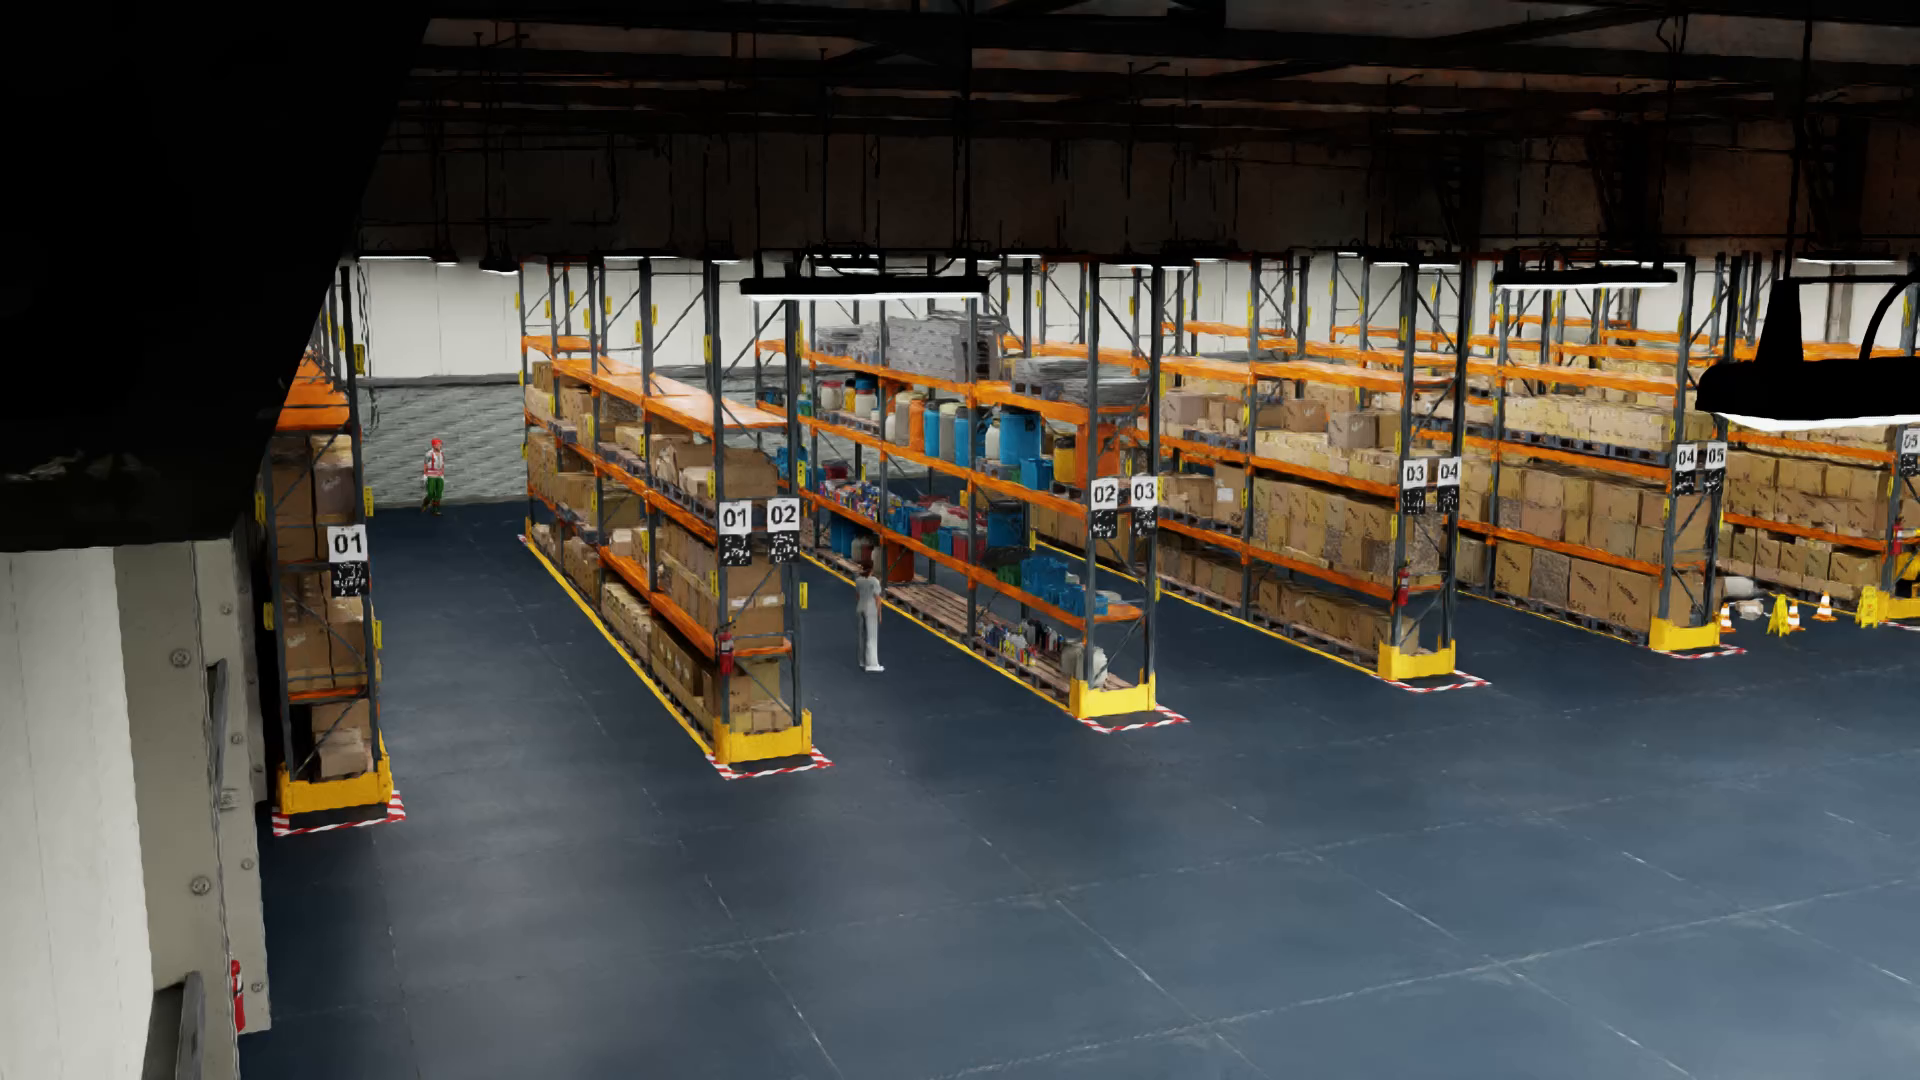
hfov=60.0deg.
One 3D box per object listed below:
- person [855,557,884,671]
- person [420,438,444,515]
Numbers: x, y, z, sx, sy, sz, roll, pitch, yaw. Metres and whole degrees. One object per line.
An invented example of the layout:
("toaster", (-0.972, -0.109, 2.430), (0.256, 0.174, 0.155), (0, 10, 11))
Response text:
("person", (-1.321, 1.071, 24.467), (0.493, 1.674, 0.445), (8, 13, 37))
("person", (-12.070, -1.452, 38.056), (0.572, 1.775, 0.591), (7, 12, 32))
